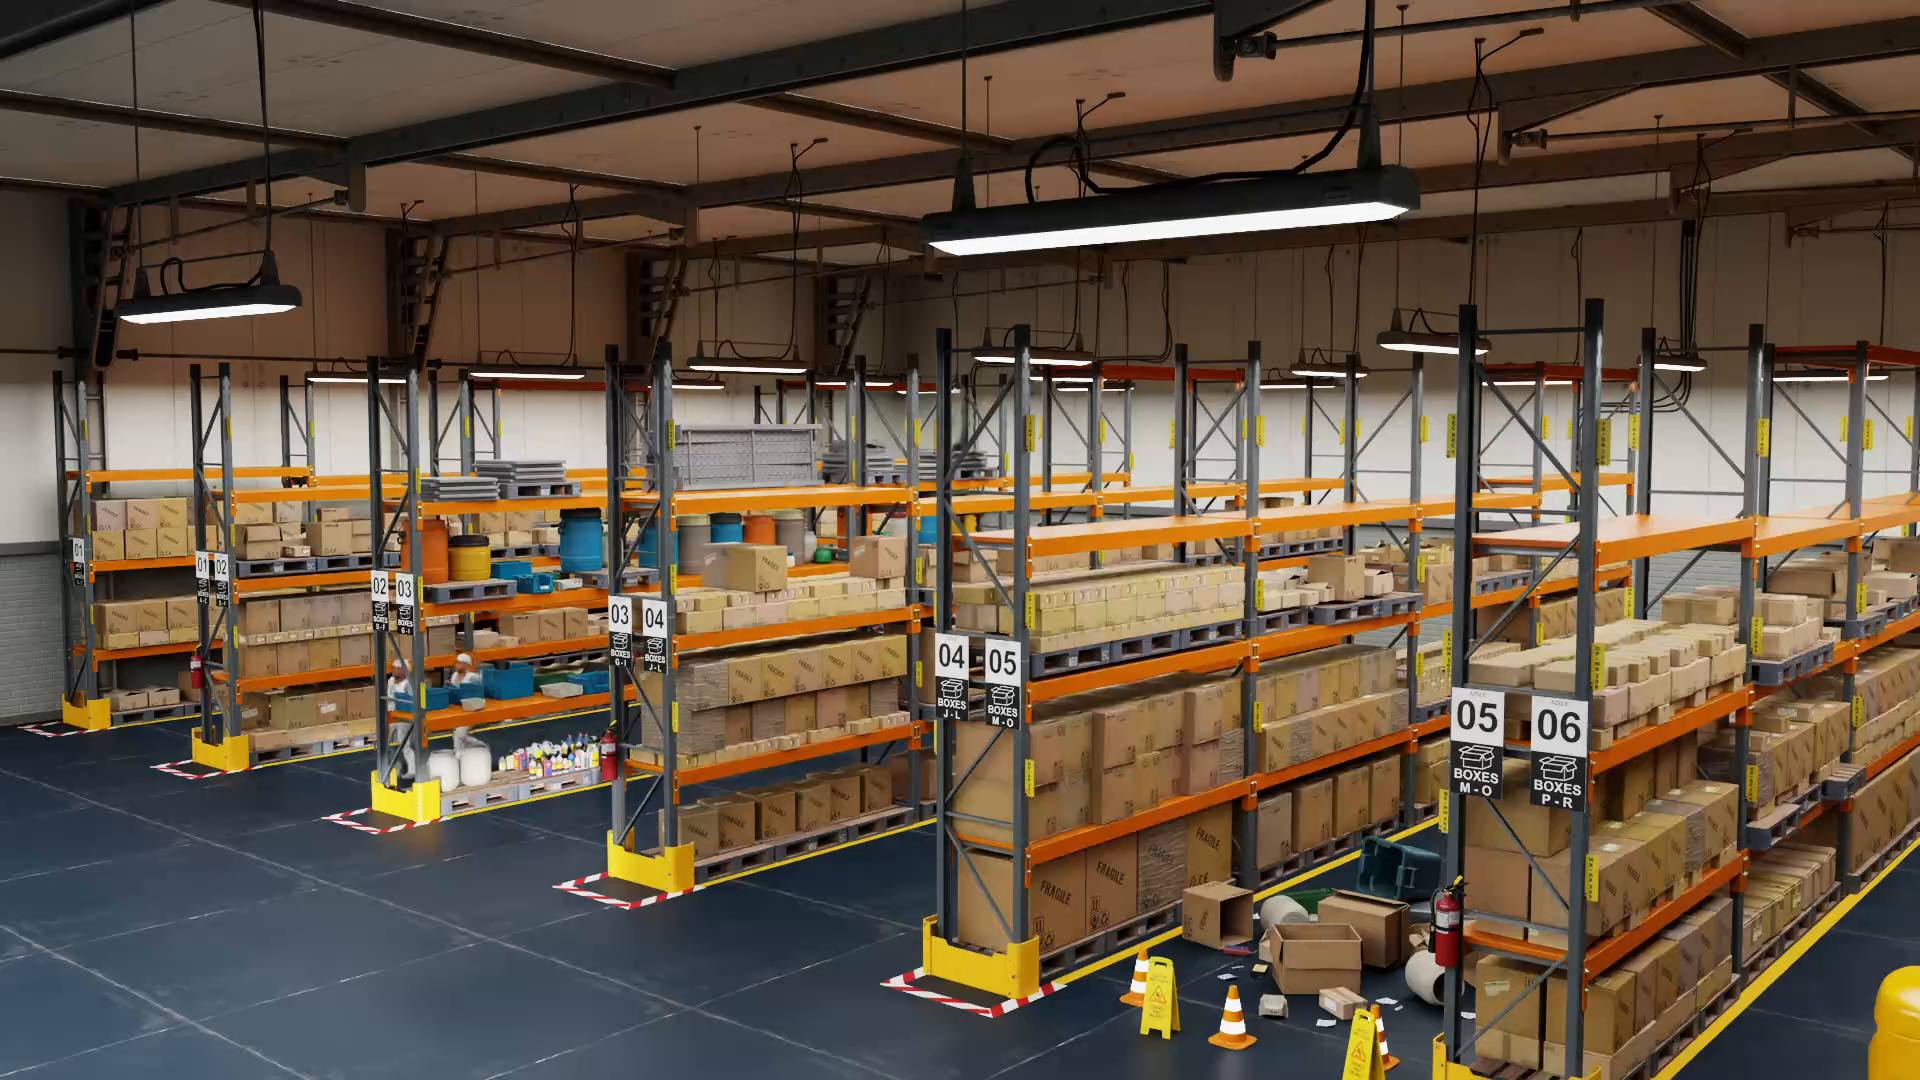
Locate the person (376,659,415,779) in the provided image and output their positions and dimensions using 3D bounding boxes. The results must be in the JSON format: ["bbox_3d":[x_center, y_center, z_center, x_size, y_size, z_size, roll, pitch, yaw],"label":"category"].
[{"bbox_3d":[-8.010,2.570,23.634,0.662,1.768,0.680,2,5,25],"label":"person"}]

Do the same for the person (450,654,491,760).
[{"bbox_3d":[-7.189,2.536,24.186,0.652,1.784,0.937,3,5,33],"label":"person"}]

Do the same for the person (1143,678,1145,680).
[{"bbox_3d":[2.636,2.637,22.903,0.676,1.765,0.785,3,5,40],"label":"person"}]
